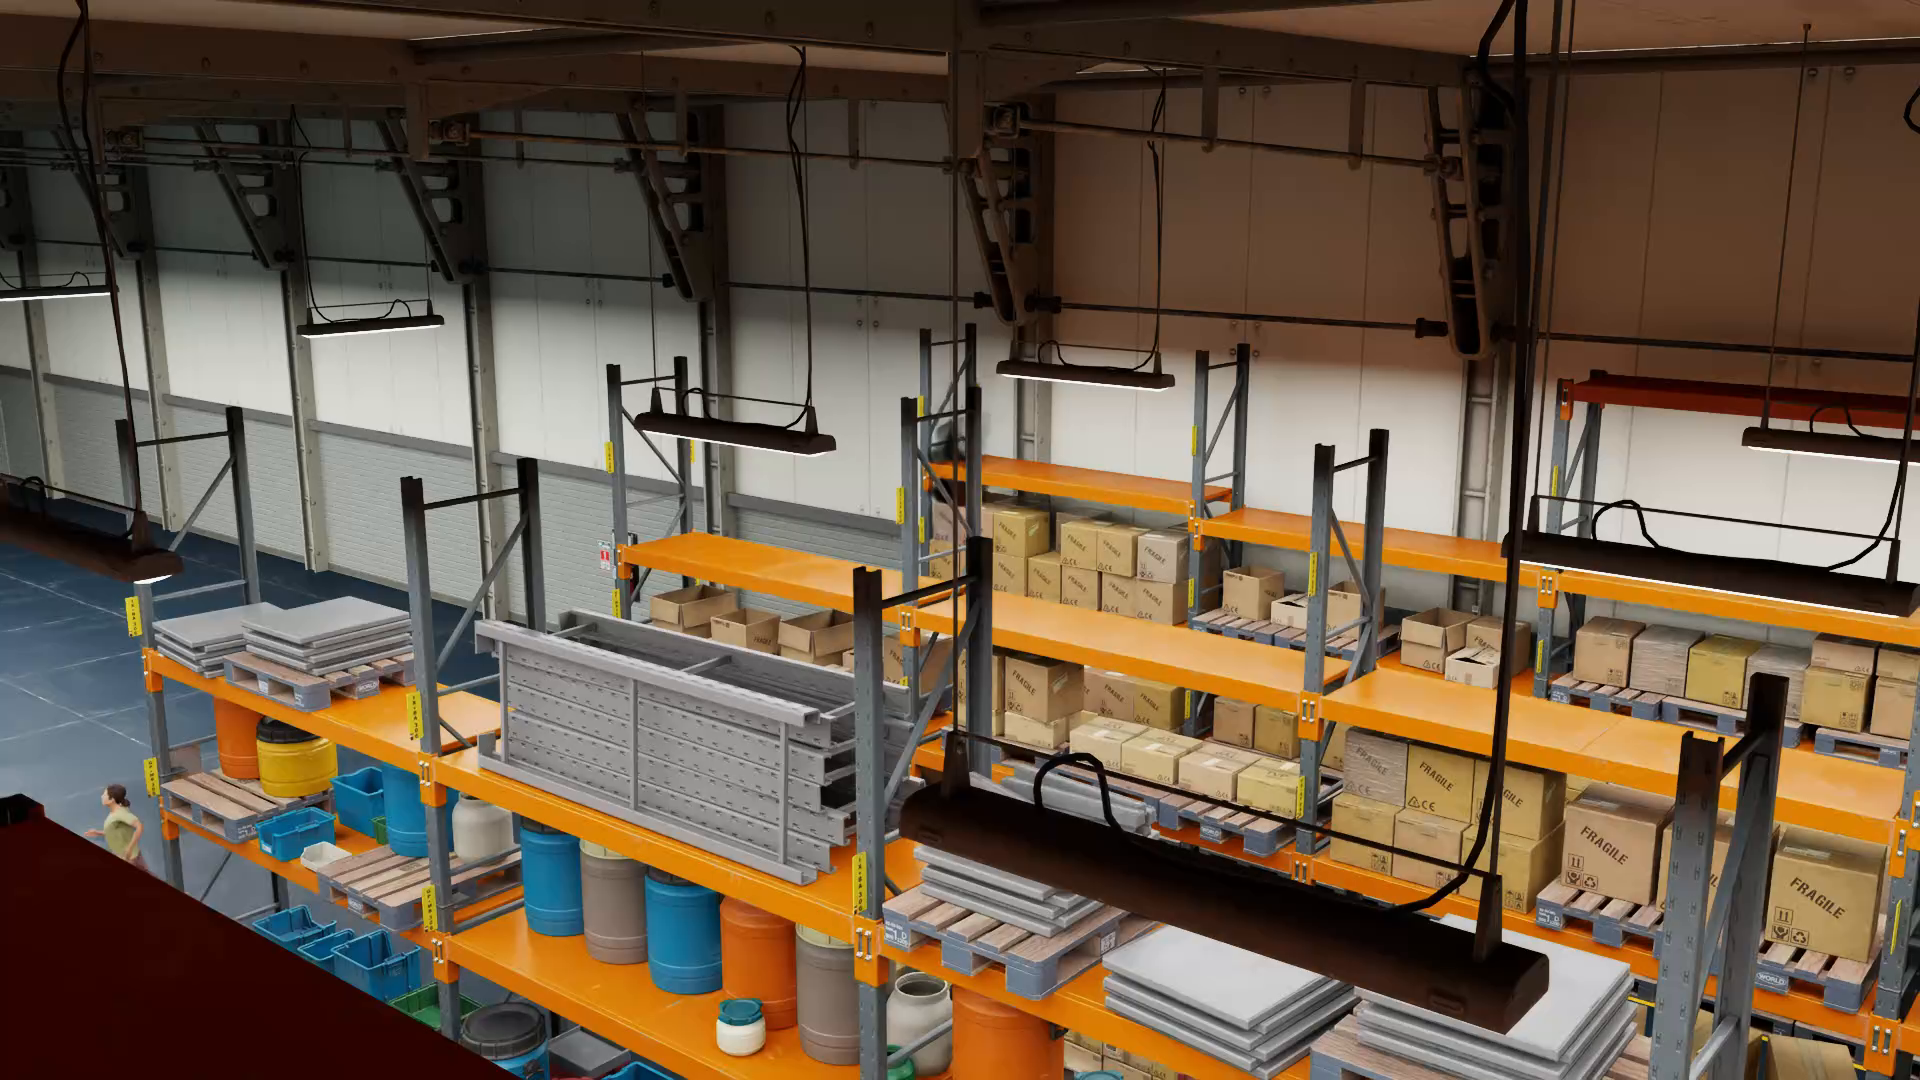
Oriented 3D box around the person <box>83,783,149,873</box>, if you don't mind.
[{"bbox_3d":[-8.732,3.383,17.524,0.864,1.706,0.584,-4,13,-19],"label":"person"}]
